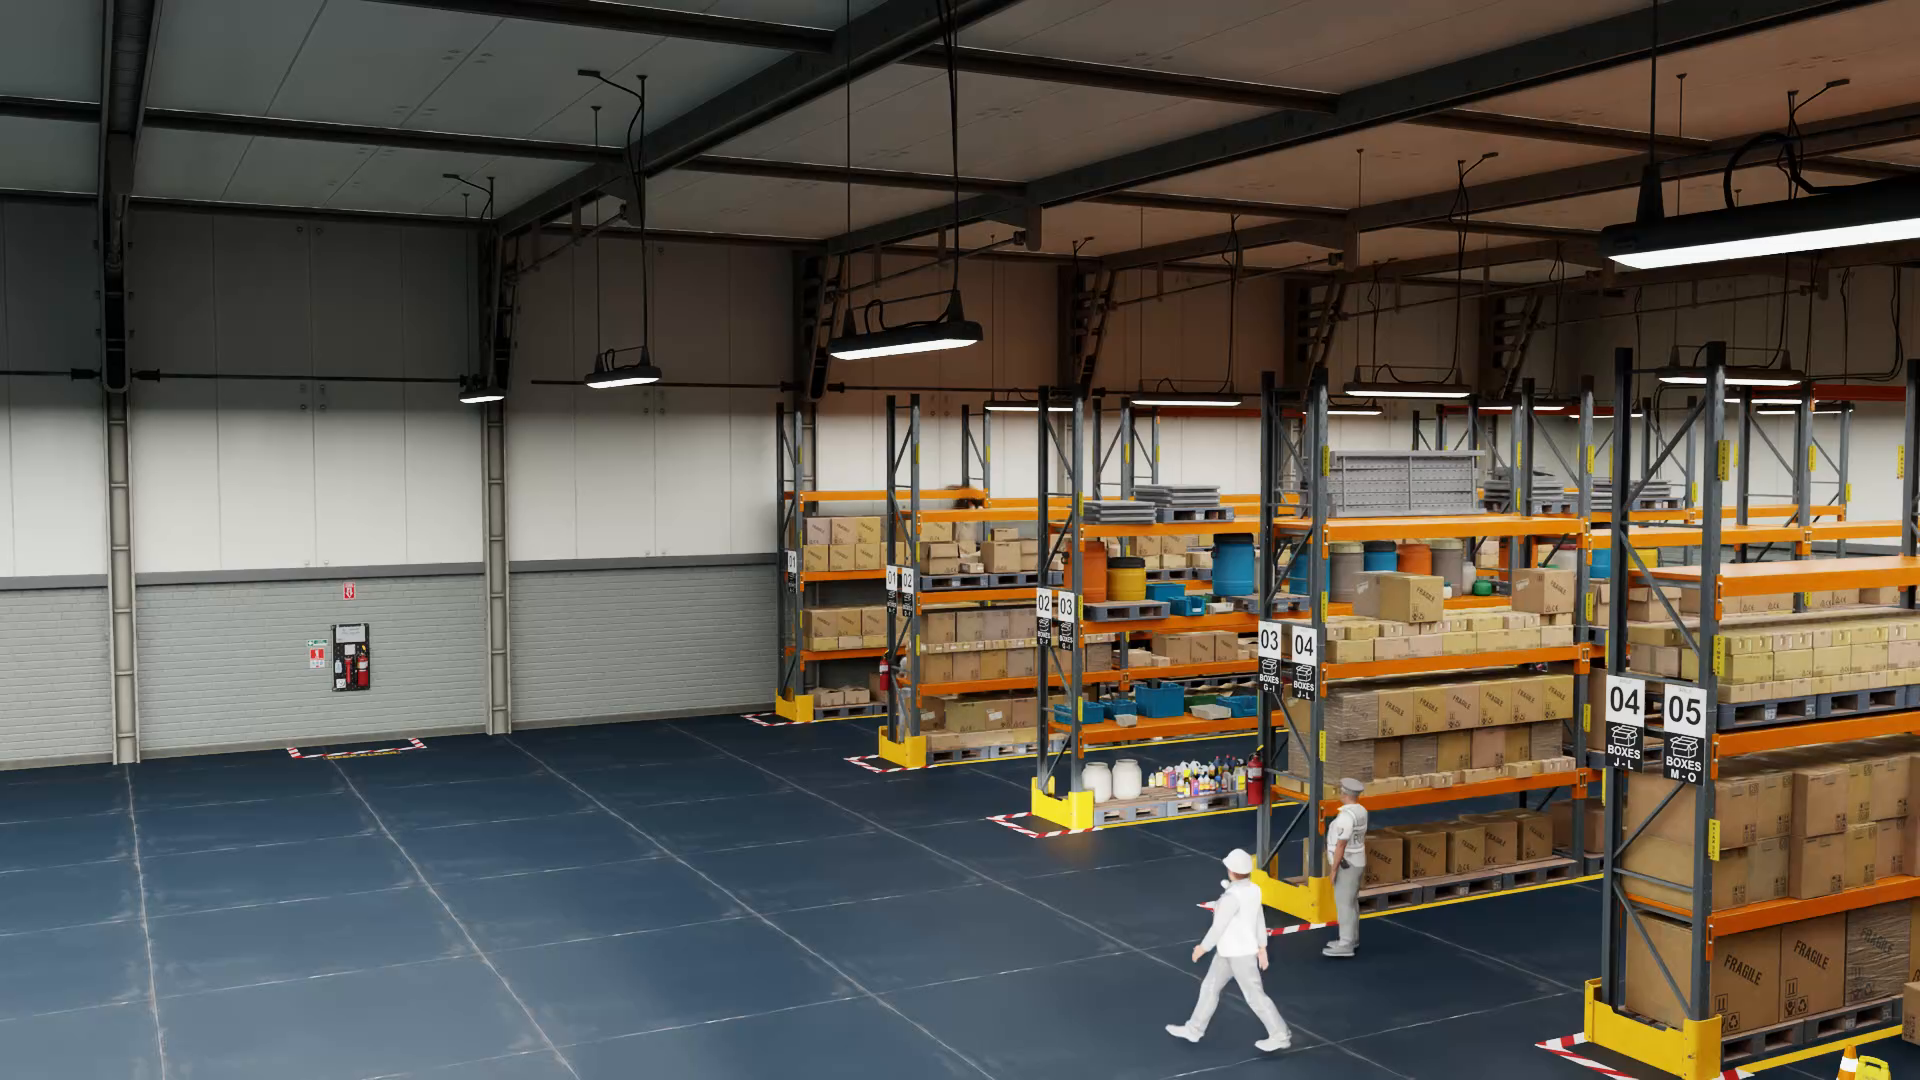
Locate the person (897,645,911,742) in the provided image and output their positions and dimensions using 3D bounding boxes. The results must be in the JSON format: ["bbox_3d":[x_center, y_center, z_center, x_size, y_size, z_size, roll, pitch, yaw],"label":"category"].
[{"bbox_3d":[-0.892,2.625,29.066,0.600,1.785,0.445,-3,4,-43],"label":"person"}]

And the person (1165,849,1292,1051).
[{"bbox_3d":[2.301,3.482,14.175,1.053,1.716,0.483,0,3,2],"label":"person"}]

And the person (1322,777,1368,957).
[{"bbox_3d":[3.927,3.313,16.953,0.422,1.781,0.544,1,3,17],"label":"person"}]
